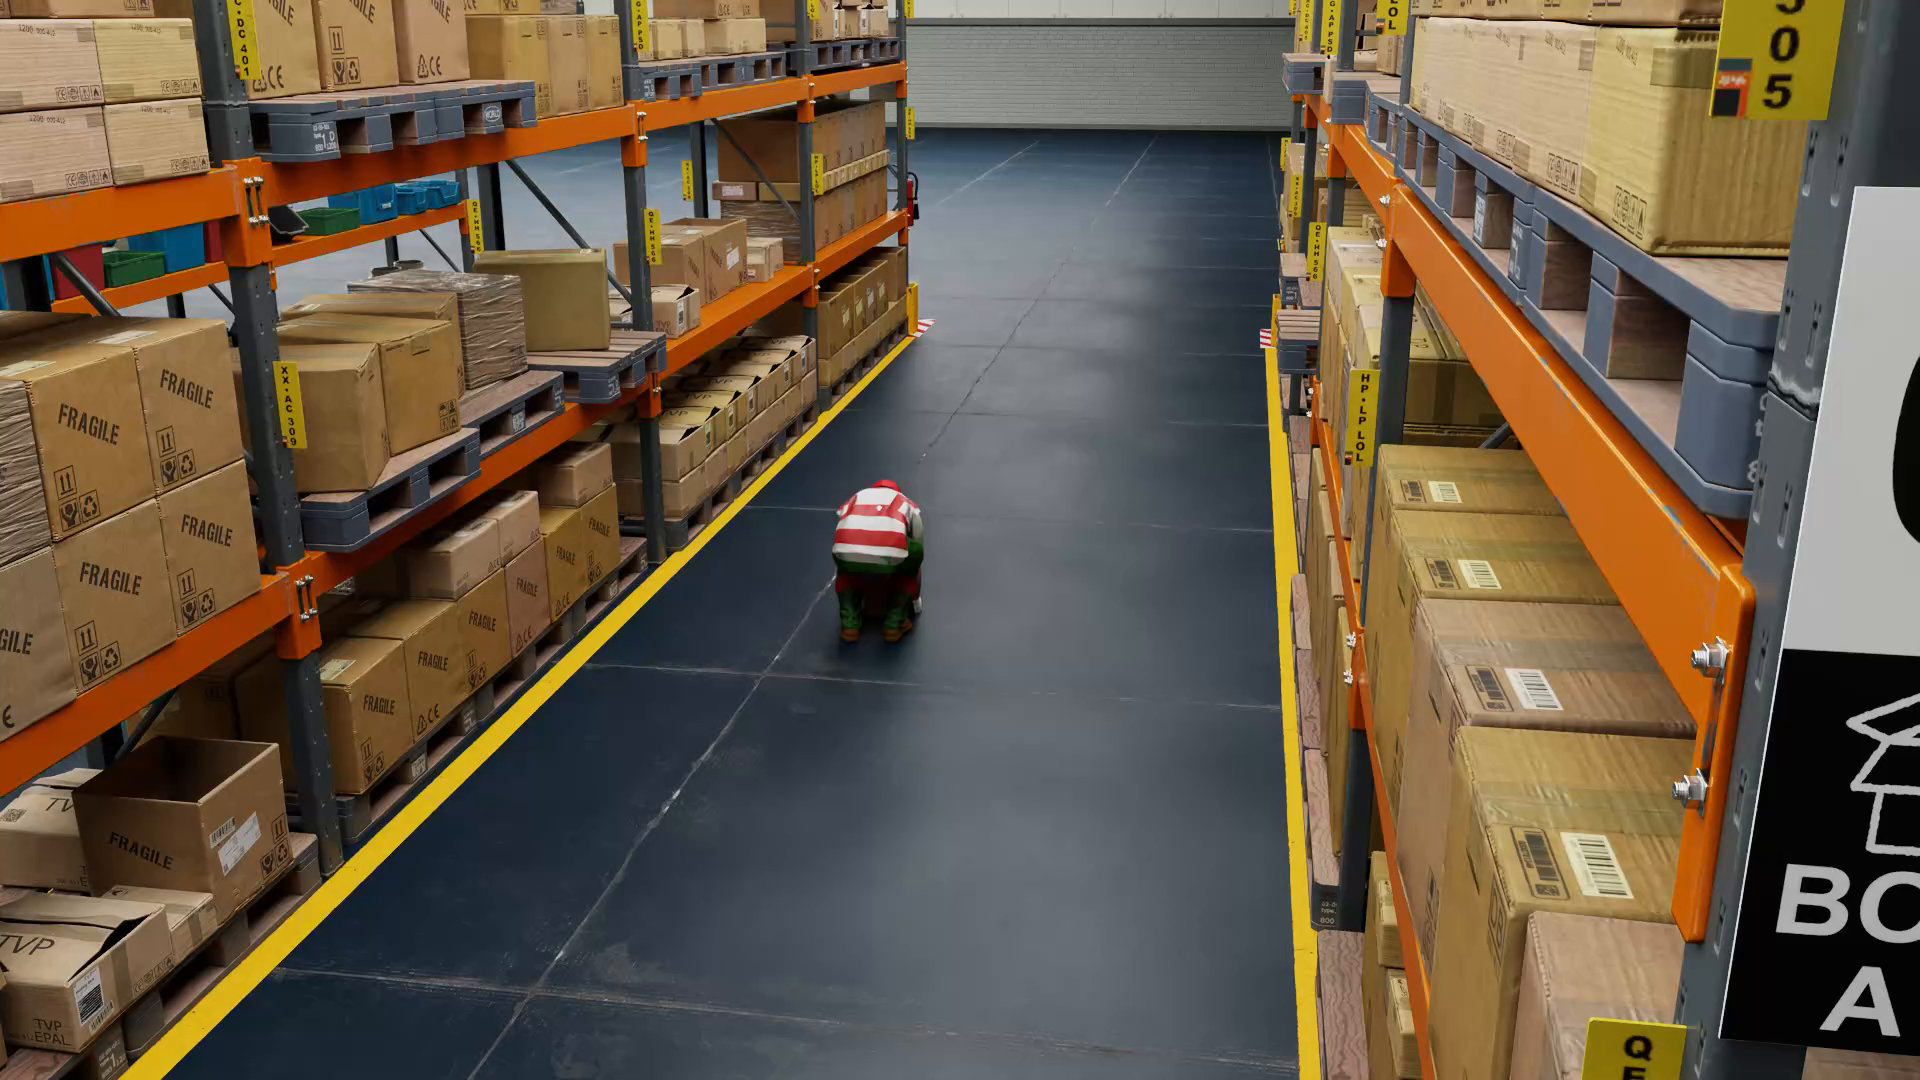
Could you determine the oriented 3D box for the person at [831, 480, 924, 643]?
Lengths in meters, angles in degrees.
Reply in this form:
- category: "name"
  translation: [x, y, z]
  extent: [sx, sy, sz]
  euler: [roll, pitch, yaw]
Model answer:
- category: "person"
  translation: [-0.454, 0.120, 9.310]
  extent: [0.521, 0.821, 0.964]
  euler: [2, 18, 7]
